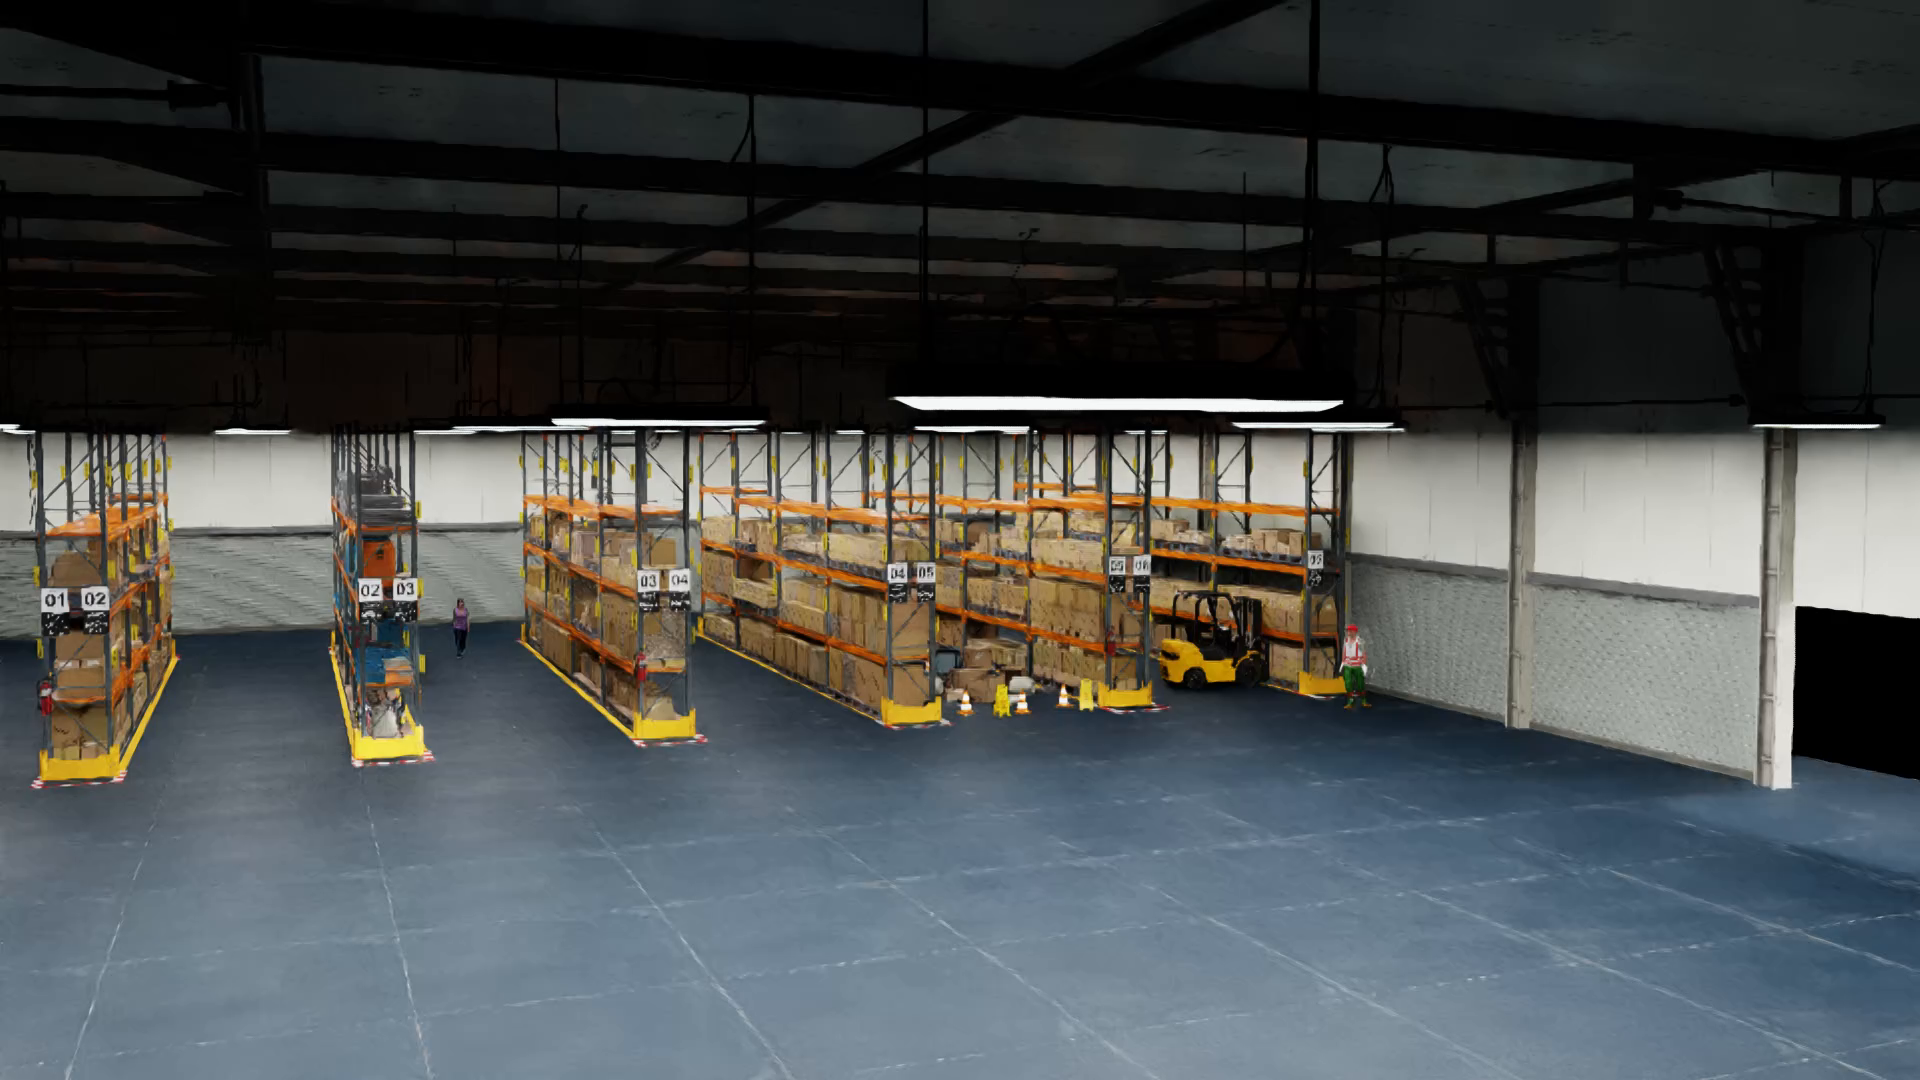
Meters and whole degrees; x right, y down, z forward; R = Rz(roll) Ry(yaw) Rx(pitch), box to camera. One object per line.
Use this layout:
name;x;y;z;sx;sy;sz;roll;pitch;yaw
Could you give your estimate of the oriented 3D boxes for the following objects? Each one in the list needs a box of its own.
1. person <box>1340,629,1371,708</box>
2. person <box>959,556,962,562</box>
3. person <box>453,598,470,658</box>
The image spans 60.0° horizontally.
person;8.328;2.674;35.071;0.645;1.736;0.544;3;5;40
person;0.211;1.353;55.689;0.653;1.762;0.428;2;4;33
person;-12.920;2.261;43.102;0.417;1.525;1.034;-2;4;-23
